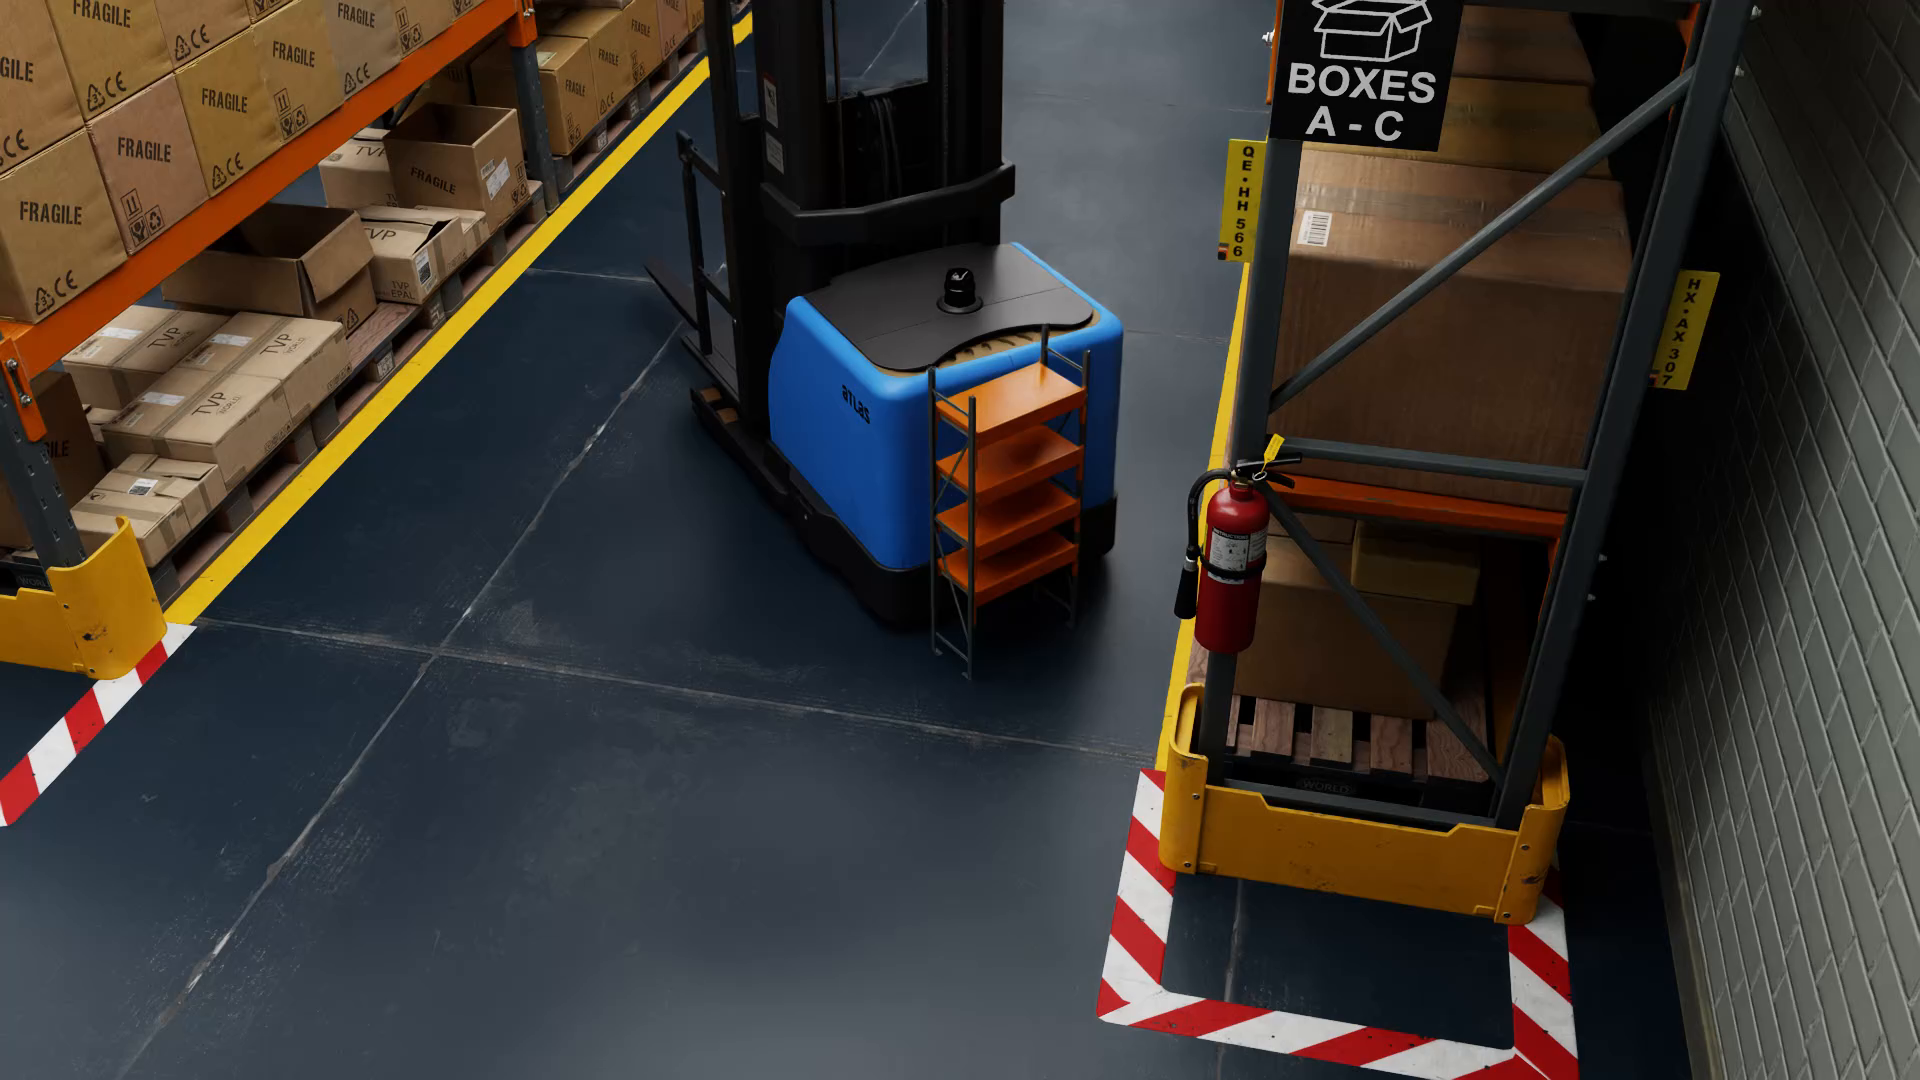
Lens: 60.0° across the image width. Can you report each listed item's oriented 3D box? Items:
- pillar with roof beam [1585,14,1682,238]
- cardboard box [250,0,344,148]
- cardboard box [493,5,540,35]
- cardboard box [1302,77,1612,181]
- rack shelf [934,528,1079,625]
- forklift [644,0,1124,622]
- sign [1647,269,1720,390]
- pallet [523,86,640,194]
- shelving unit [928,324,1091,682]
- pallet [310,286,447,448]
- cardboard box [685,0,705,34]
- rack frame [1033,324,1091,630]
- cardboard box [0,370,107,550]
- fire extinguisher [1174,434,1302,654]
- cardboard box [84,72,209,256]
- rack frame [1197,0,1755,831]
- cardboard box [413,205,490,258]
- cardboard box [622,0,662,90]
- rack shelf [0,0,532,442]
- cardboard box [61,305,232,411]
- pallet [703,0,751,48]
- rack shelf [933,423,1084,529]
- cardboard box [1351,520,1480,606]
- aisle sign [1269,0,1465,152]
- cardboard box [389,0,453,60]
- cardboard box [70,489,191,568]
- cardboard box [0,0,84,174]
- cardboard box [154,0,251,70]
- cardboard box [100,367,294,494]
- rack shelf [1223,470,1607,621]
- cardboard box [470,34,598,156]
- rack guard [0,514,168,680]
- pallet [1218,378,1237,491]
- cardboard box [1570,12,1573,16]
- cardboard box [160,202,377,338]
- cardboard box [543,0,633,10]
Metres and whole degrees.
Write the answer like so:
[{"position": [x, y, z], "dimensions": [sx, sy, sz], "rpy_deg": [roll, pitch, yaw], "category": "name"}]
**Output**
[{"position": [-1.417, -4.959, 5.923], "dimensions": [9.100, 9.000, 0.400], "rpy_deg": [7, 37, 10], "category": "pillar with roof beam"}, {"position": [-2.926, -1.957, 6.809], "dimensions": [0.500, 0.500, 0.500], "rpy_deg": [8, 37, 11], "category": "cardboard box"}, {"position": [-2.808, -2.886, 9.930], "dimensions": [0.500, 0.500, 0.500], "rpy_deg": [7, 37, 10], "category": "cardboard box"}, {"position": [1.482, -1.040, 5.373], "dimensions": [0.980, 0.700, 0.700], "rpy_deg": [7, 37, 10], "category": "cardboard box"}, {"position": [0.167, 0.100, 6.042], "dimensions": [0.480, 0.148, 0.258], "rpy_deg": [-24, 42, -30], "category": "rack shelf"}, {"position": [-0.546, -1.723, 6.629], "dimensions": [1.130, 2.935, 3.031], "rpy_deg": [-18, 40, -23], "category": "forklift"}, {"position": [1.779, -0.516, 4.101], "dimensions": [0.100, 0.325, 0.005], "rpy_deg": [7, 37, 10], "category": "sign"}, {"position": [-2.611, -2.460, 9.965], "dimensions": [1.003, 0.211, 1.213], "rpy_deg": [7, 37, 10], "category": "pallet"}, {"position": [0.167, -0.115, 5.886], "dimensions": [0.503, 1.200, 0.258], "rpy_deg": [-24, 42, -30], "category": "shelving unit"}, {"position": [-3.153, -0.894, 7.804], "dimensions": [1.003, 0.211, 1.213], "rpy_deg": [7, 37, 10], "category": "pallet"}, {"position": [-1.974, -3.715, 11.075], "dimensions": [0.500, 0.500, 0.500], "rpy_deg": [6, 36, 8], "category": "cardboard box"}, {"position": [0.360, -0.202, 6.006], "dimensions": [0.015, 1.200, 0.240], "rpy_deg": [-24, 42, -30], "category": "rack frame"}, {"position": [-3.726, -0.334, 6.410], "dimensions": [0.500, 0.500, 0.500], "rpy_deg": [7, 37, 10], "category": "cardboard box"}, {"position": [0.755, 0.005, 4.571], "dimensions": [0.296, 0.674, 0.183], "rpy_deg": [7, 37, 10], "category": "fire extinguisher"}, {"position": [-3.144, -1.383, 6.018], "dimensions": [0.500, 0.500, 0.500], "rpy_deg": [7, 37, 10], "category": "cardboard box"}, {"position": [1.238, -0.206, 4.479], "dimensions": [1.000, 3.000, 0.127], "rpy_deg": [7, 37, 10], "category": "rack frame"}, {"position": [-2.613, -1.557, 8.397], "dimensions": [0.380, 0.149, 0.250], "rpy_deg": [7, 37, 10], "category": "cardboard box"}, {"position": [-2.189, -3.124, 10.259], "dimensions": [0.500, 0.500, 0.500], "rpy_deg": [8, 37, 11], "category": "cardboard box"}, {"position": [-3.175, -1.680, 7.126], "dimensions": [1.077, 0.370, 4.000], "rpy_deg": [7, 37, 10], "category": "rack shelf"}, {"position": [-3.494, -0.773, 7.229], "dimensions": [0.500, 0.250, 0.500], "rpy_deg": [7, 37, 10], "category": "cardboard box"}, {"position": [-2.089, -3.859, 11.895], "dimensions": [1.003, 0.211, 1.213], "rpy_deg": [7, 37, 10], "category": "pallet"}, {"position": [0.167, -0.241, 5.794], "dimensions": [0.480, 0.148, 0.258], "rpy_deg": [-24, 42, -30], "category": "rack shelf"}, {"position": [1.459, 0.056, 5.336], "dimensions": [0.380, 0.149, 0.250], "rpy_deg": [8, 37, 10], "category": "cardboard box"}, {"position": [0.930, -1.255, 3.711], "dimensions": [0.394, 0.787, 0.004], "rpy_deg": [7, 37, 10], "category": "aisle sign"}, {"position": [-2.712, -2.544, 7.619], "dimensions": [0.500, 0.500, 0.500], "rpy_deg": [8, 37, 11], "category": "cardboard box"}, {"position": [-3.177, -0.046, 6.312], "dimensions": [0.380, 0.149, 0.250], "rpy_deg": [7, 37, 10], "category": "cardboard box"}, {"position": [-3.249, -1.492, 5.315], "dimensions": [0.500, 0.500, 0.500], "rpy_deg": [8, 37, 11], "category": "cardboard box"}, {"position": [-3.033, -2.079, 6.125], "dimensions": [0.500, 0.500, 0.500], "rpy_deg": [8, 37, 11], "category": "cardboard box"}, {"position": [-3.102, -0.453, 6.787], "dimensions": [0.500, 0.250, 0.500], "rpy_deg": [7, 37, 10], "category": "cardboard box"}, {"position": [1.666, -1.062, 6.272], "dimensions": [1.077, 0.370, 4.000], "rpy_deg": [7, 37, 10], "category": "rack shelf"}, {"position": [-2.406, -2.531, 9.441], "dimensions": [0.500, 0.500, 0.500], "rpy_deg": [6, 36, 8], "category": "cardboard box"}, {"position": [-3.586, 0.143, 6.126], "dimensions": [1.175, 0.500, 0.348], "rpy_deg": [7, 37, 10], "category": "rack guard"}, {"position": [1.595, -0.243, 6.905], "dimensions": [1.003, 0.211, 1.213], "rpy_deg": [7, 37, 10], "category": "pallet"}, {"position": [1.800, -1.894, 6.552], "dimensions": [0.980, 0.700, 0.700], "rpy_deg": [6, 36, 9], "category": "cardboard box"}, {"position": [-3.144, -1.208, 7.613], "dimensions": [0.797, 0.503, 0.637], "rpy_deg": [7, 37, 10], "category": "cardboard box"}, {"position": [-2.192, -3.408, 10.012], "dimensions": [0.500, 0.250, 0.500], "rpy_deg": [7, 37, 10], "category": "cardboard box"}]
